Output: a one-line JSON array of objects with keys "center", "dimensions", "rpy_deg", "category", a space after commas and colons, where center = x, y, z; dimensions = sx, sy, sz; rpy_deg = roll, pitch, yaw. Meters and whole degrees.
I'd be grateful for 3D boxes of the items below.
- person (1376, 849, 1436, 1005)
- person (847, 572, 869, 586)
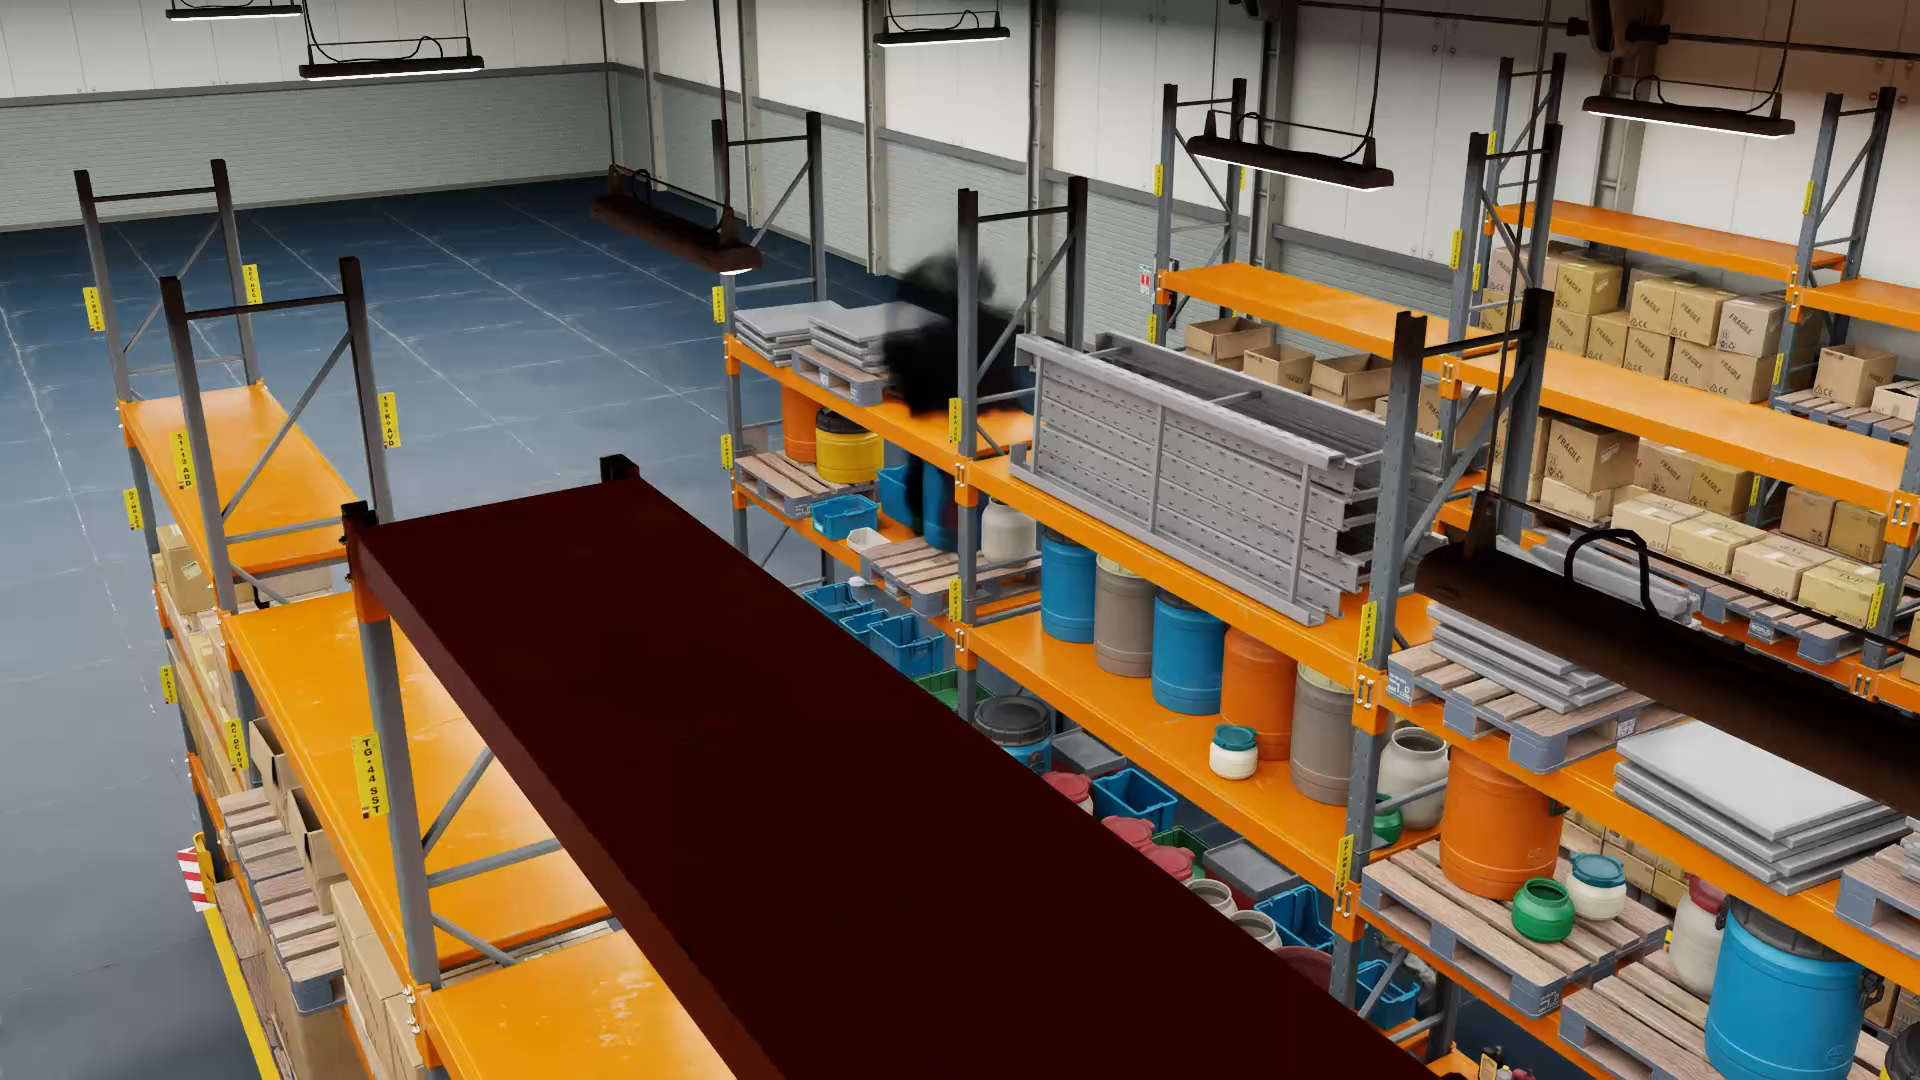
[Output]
[{"center": [3.391, 2.642, 12.412], "dimensions": [0.685, 1.615, 0.791], "rpy_deg": [-18, 28, -38], "category": "person"}, {"center": [-1.323, -0.270, 19.705], "dimensions": [0.689, 1.753, 0.683], "rpy_deg": [-1, 22, -3], "category": "person"}]
